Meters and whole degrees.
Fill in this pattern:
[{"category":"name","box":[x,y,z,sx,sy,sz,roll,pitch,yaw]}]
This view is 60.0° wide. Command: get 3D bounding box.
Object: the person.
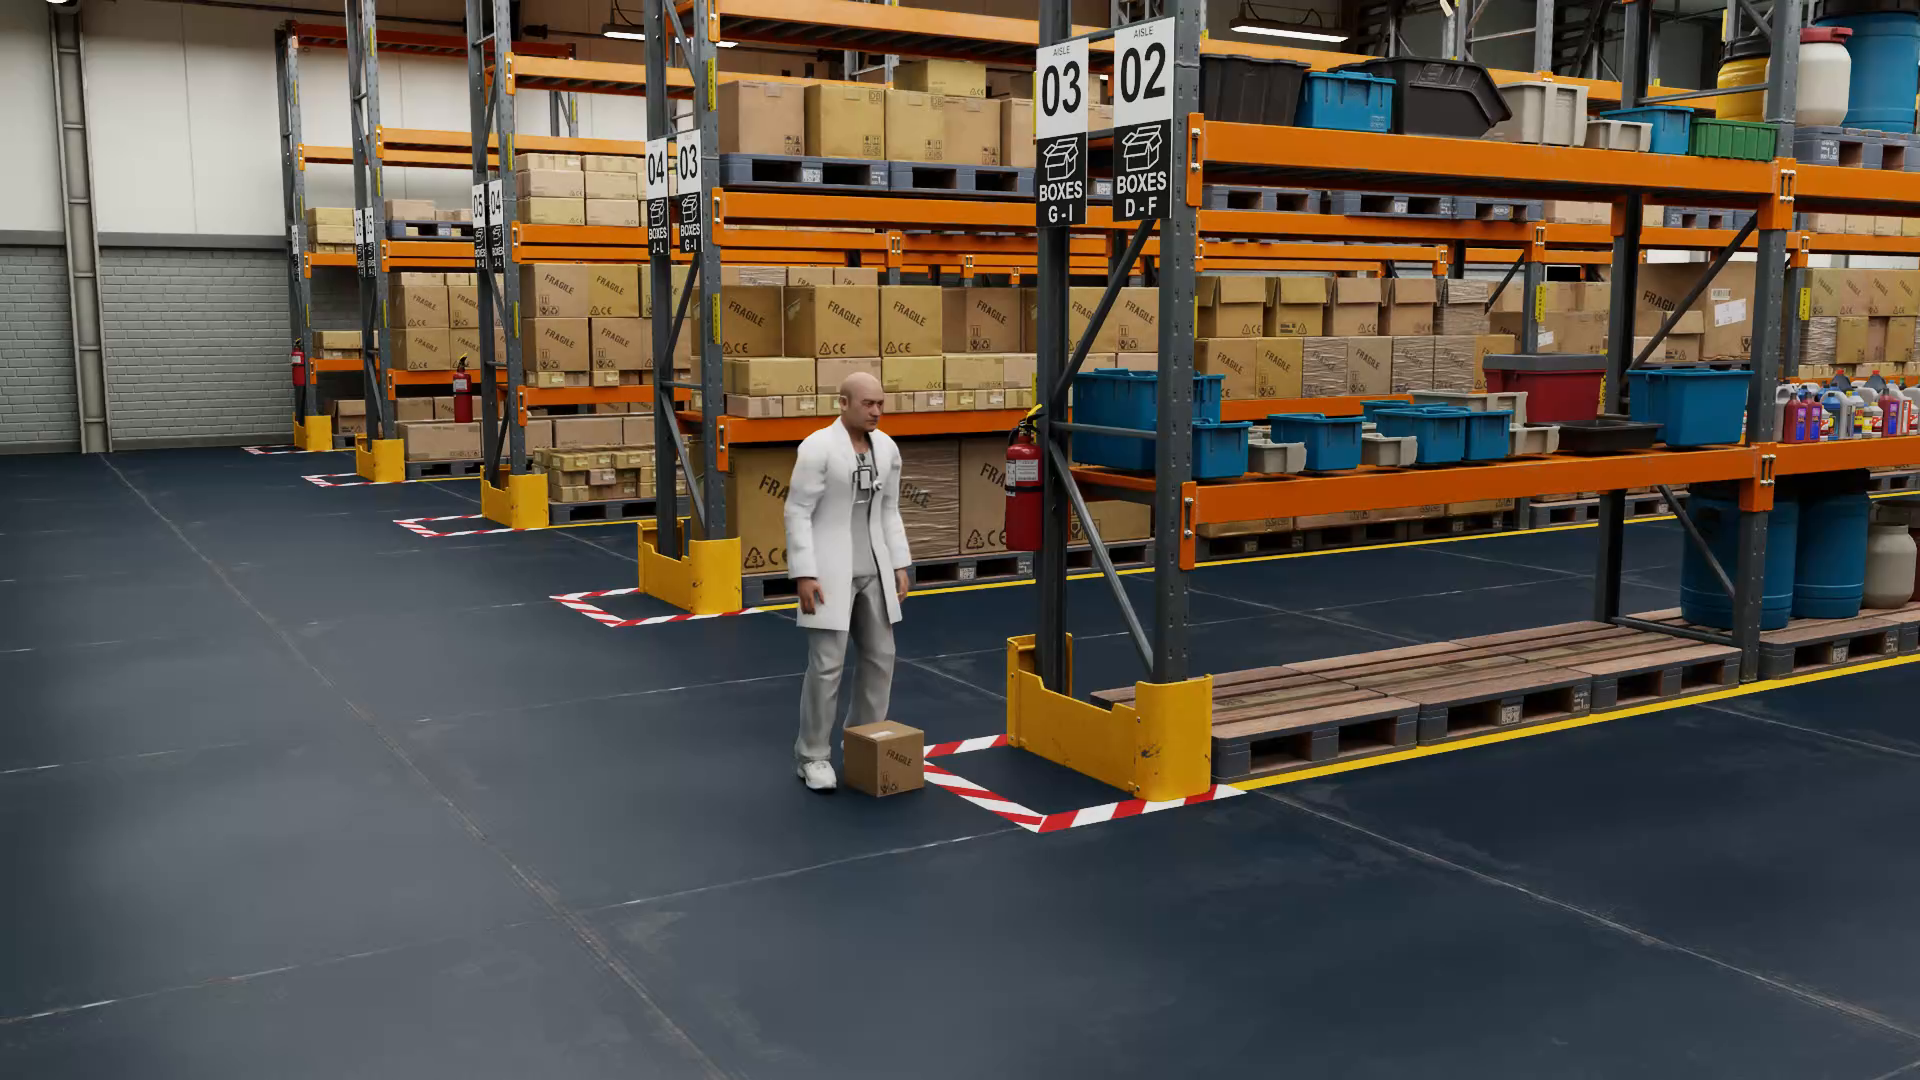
[{"category":"person","box":[-0.472,0.157,7.257,0.651,1.773,0.428,-7,10,-40]}]
